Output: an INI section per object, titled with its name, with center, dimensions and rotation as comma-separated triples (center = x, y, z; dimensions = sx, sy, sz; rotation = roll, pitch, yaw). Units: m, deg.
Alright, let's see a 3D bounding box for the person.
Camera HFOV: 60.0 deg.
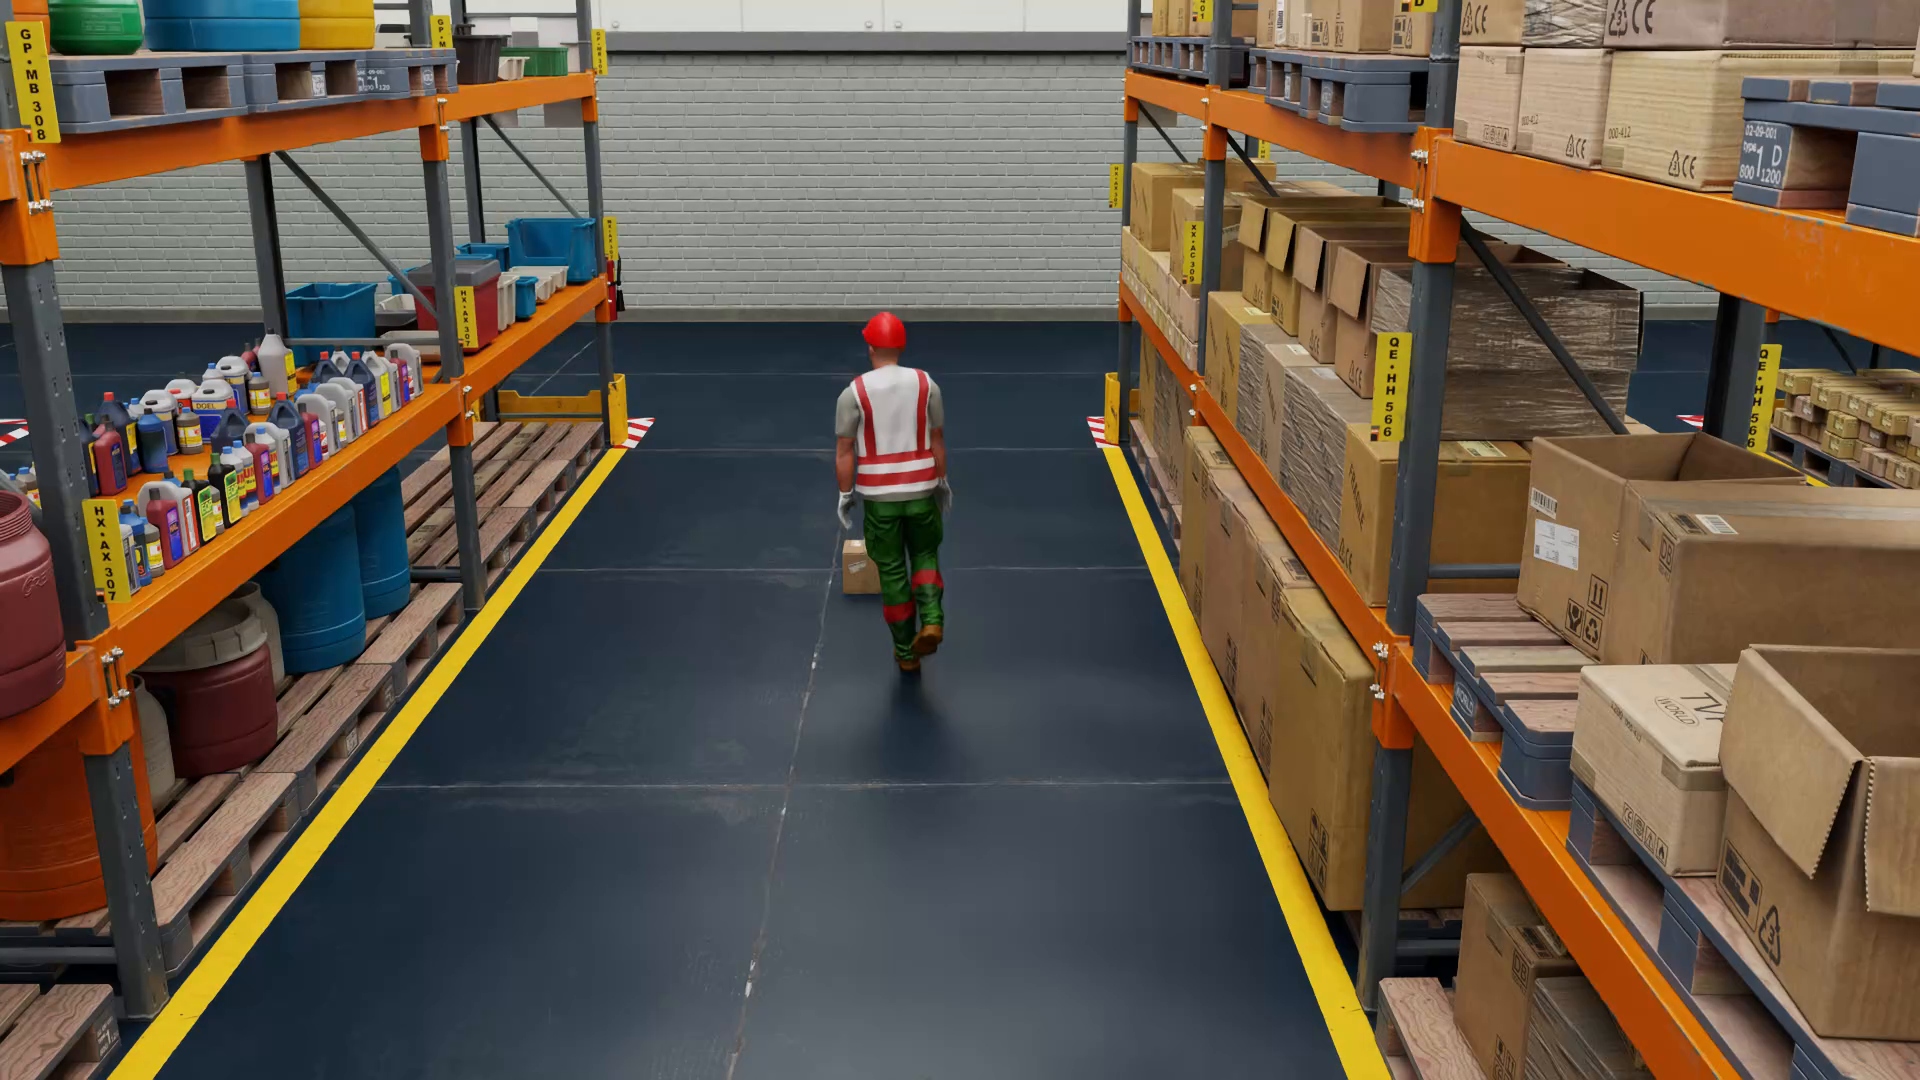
[person]
center = -0.300, -0.207, 8.130
dimensions = 0.597, 1.784, 0.550
rotation = -3, 17, -11
